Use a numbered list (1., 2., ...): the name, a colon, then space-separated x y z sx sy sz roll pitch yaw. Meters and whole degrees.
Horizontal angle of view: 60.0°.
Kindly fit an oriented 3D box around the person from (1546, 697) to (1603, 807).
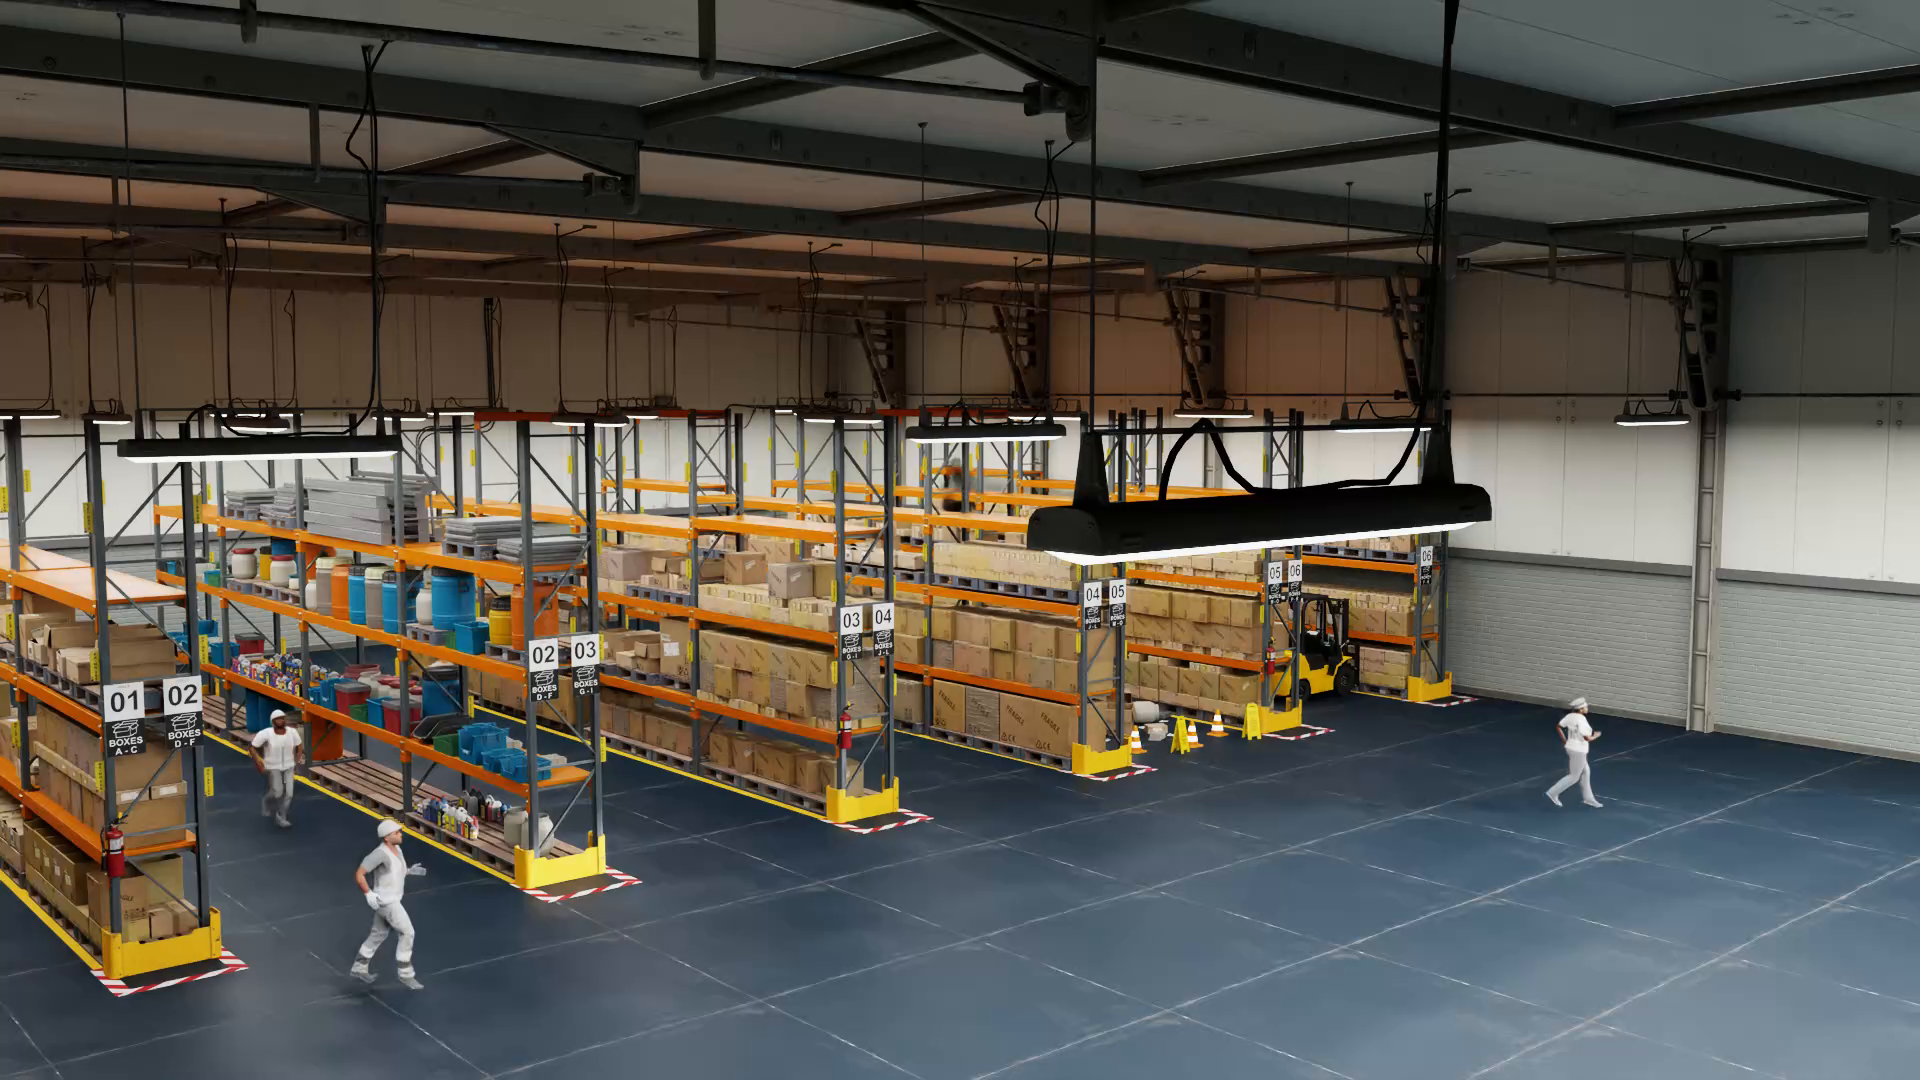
1. person: 9.379 3.239 25.335 0.901 1.702 0.604 0 5 0

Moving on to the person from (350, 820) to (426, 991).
1. person: -6.106 3.876 17.706 0.810 1.833 0.635 -1 5 -10

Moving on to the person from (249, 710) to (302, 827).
1. person: -9.958 3.338 24.333 0.730 1.727 0.594 -5 7 -43

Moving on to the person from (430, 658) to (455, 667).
1. person: -9.574 2.807 30.790 0.752 1.658 0.574 5 7 43
